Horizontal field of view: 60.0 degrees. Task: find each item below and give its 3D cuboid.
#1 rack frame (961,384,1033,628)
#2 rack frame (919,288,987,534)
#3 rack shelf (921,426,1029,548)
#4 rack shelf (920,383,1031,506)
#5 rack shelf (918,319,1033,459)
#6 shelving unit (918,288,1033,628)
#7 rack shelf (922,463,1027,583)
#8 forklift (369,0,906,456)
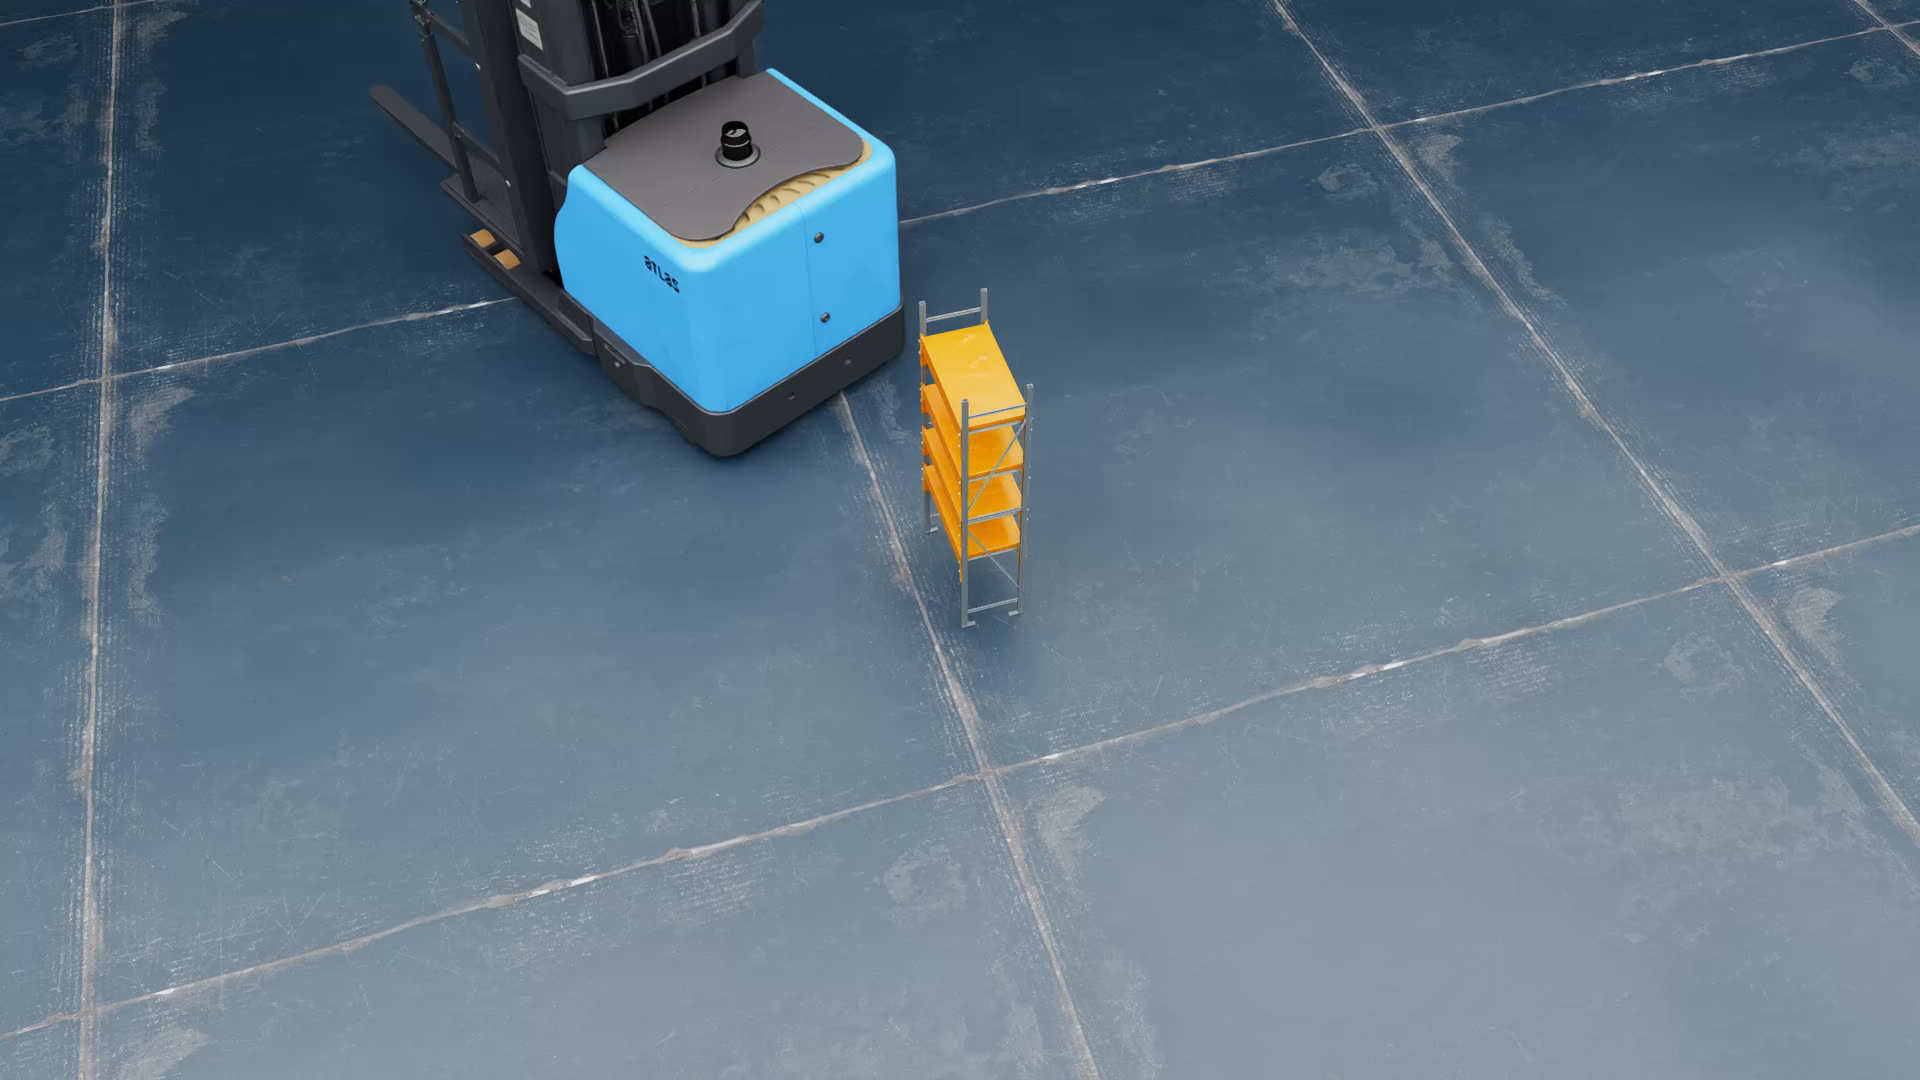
[{"bbox_3d":[0.121,-0.088,5.829,0.240,1.200,0.015,-13,51,-11],"label":"rack frame"},{"bbox_3d":[-0.023,-0.444,6.129,0.240,1.200,0.015,-13,51,-11],"label":"rack frame"},{"bbox_3d":[0.049,-0.222,6.030,0.258,0.148,0.480,-13,51,-11],"label":"rack shelf"},{"bbox_3d":[0.049,-0.367,5.859,0.258,0.148,0.480,-13,51,-11],"label":"rack shelf"},{"bbox_3d":[0.049,-0.519,5.679,0.258,0.148,0.480,-13,51,-11],"label":"rack shelf"},{"bbox_3d":[0.049,-0.266,5.979,0.258,1.200,0.503,-13,51,-11],"label":"shelving unit"},{"bbox_3d":[0.049,-0.094,6.182,0.258,0.148,0.480,-13,51,-11],"label":"rack shelf"},{"bbox_3d":[-1.606,-2.323,6.581,1.130,2.935,3.031,-35,58,-26],"label":"forklift"}]
